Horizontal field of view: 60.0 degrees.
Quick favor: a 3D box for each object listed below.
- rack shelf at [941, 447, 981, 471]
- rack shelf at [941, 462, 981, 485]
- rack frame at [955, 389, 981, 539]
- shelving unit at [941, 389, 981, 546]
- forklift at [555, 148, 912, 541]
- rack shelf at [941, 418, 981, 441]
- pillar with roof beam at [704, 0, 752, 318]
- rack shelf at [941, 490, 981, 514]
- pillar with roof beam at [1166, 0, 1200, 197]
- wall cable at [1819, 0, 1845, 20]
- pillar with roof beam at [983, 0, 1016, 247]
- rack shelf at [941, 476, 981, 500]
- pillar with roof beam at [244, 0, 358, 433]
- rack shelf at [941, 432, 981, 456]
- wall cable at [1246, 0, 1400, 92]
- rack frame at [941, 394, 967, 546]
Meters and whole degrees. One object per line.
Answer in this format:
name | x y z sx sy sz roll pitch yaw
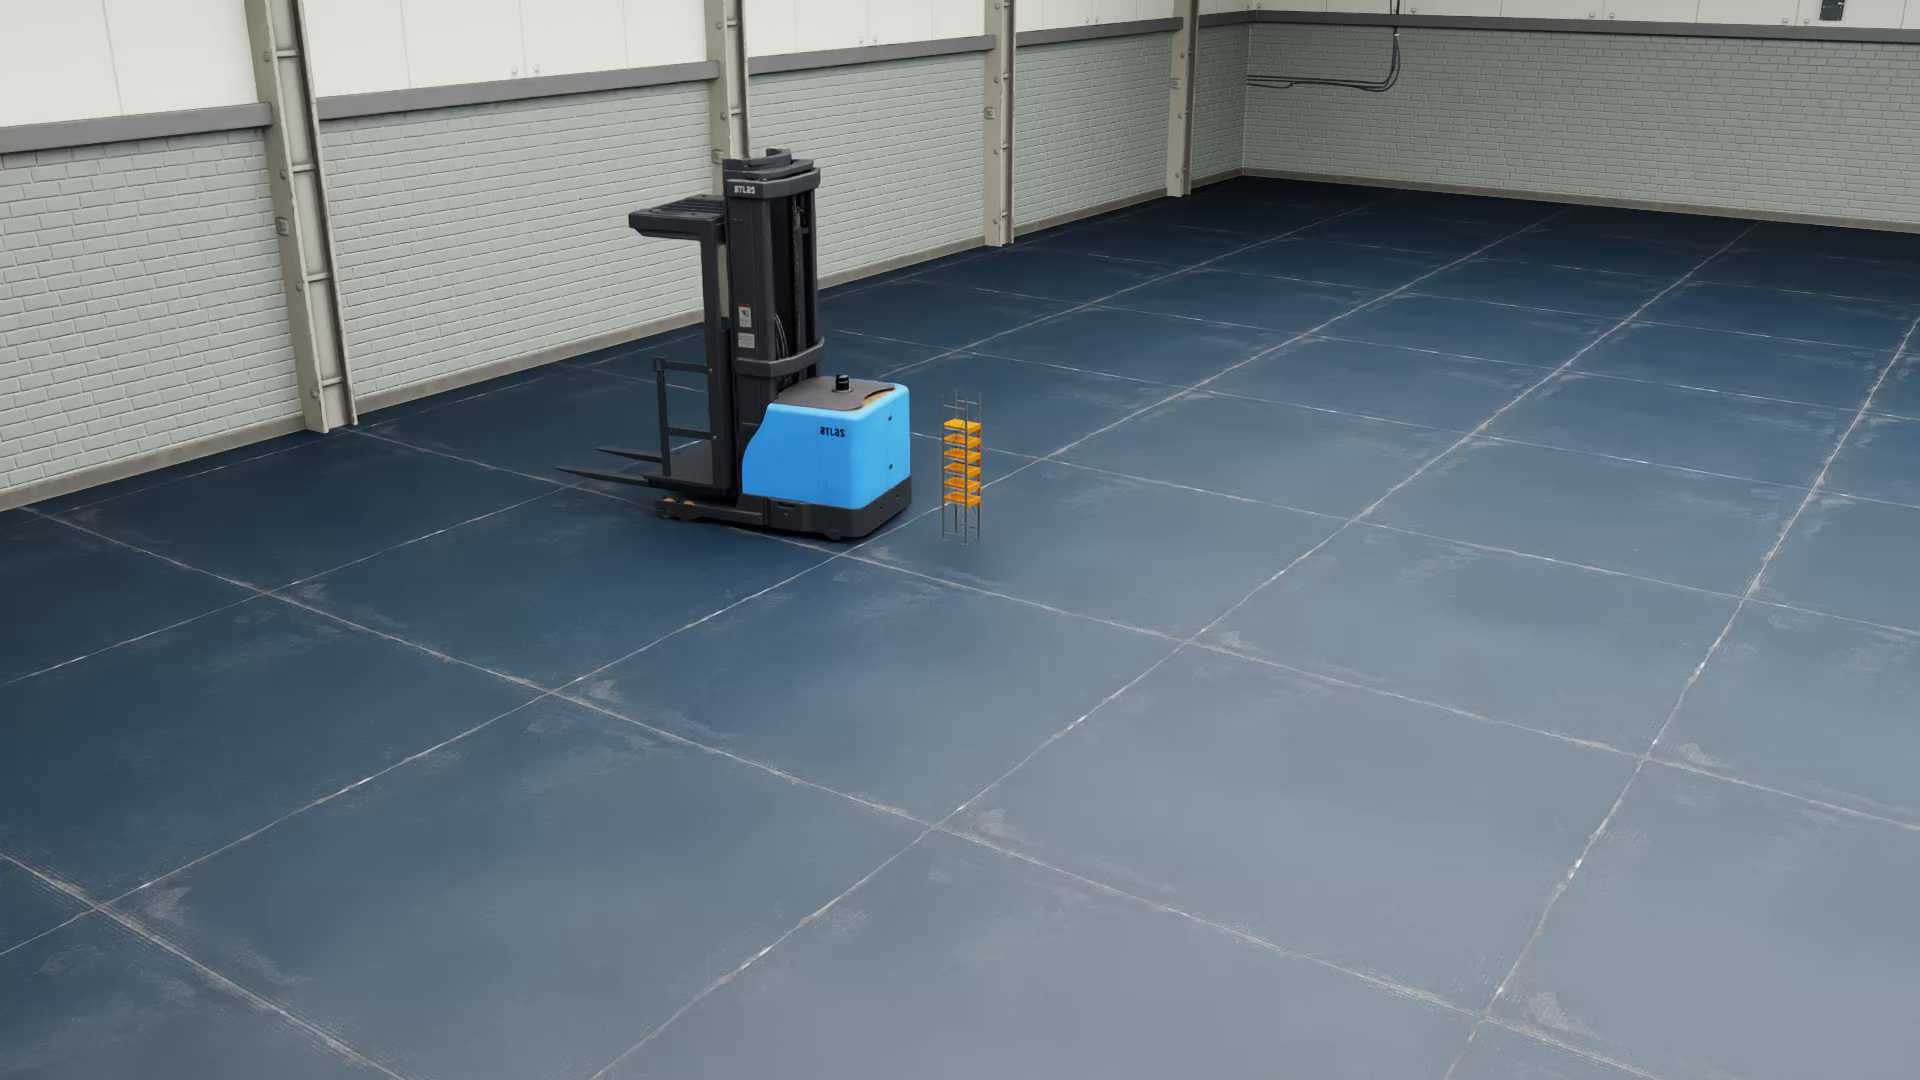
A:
rack shelf | 0.008 -0.638 13.042 0.258 0.103 0.180 13 24 32
rack shelf | 0.008 -0.525 13.083 0.258 0.103 0.180 13 24 32
rack frame | 0.060 -0.593 13.139 0.240 1.200 0.006 13 24 32
shelving unit | 0.008 -0.567 13.068 0.258 1.200 0.189 13 24 32
forklift | -1.968 -1.687 13.600 3.031 2.935 1.130 8 22 22
rack shelf | 0.008 -0.863 12.959 0.258 0.103 0.180 13 24 32
pillar with roof beam | 0.779 -6.219 17.106 9.100 9.000 0.400 13 24 32
rack shelf | 0.008 -0.300 13.167 0.258 0.103 0.180 13 24 32
pillar with roof beam | 7.525 -9.662 26.414 9.100 9.000 0.400 13 24 32
wall cable | 14.557 -10.828 24.664 2.305 6.003 0.169 13 24 32
pillar with roof beam | 4.152 -7.940 21.760 9.100 9.000 0.400 13 24 32
rack shelf | 0.008 -0.413 13.125 0.258 0.103 0.180 13 24 32
pillar with roof beam | -2.594 -4.497 12.451 9.100 9.000 0.400 13 24 32
rack shelf | 0.008 -0.750 13.000 0.258 0.103 0.180 13 24 32
wall cable | 6.714 -9.632 30.810 3.097 2.526 0.112 13 24 32
rack frame | -0.043 -0.541 12.997 0.240 1.200 0.006 13 24 32
